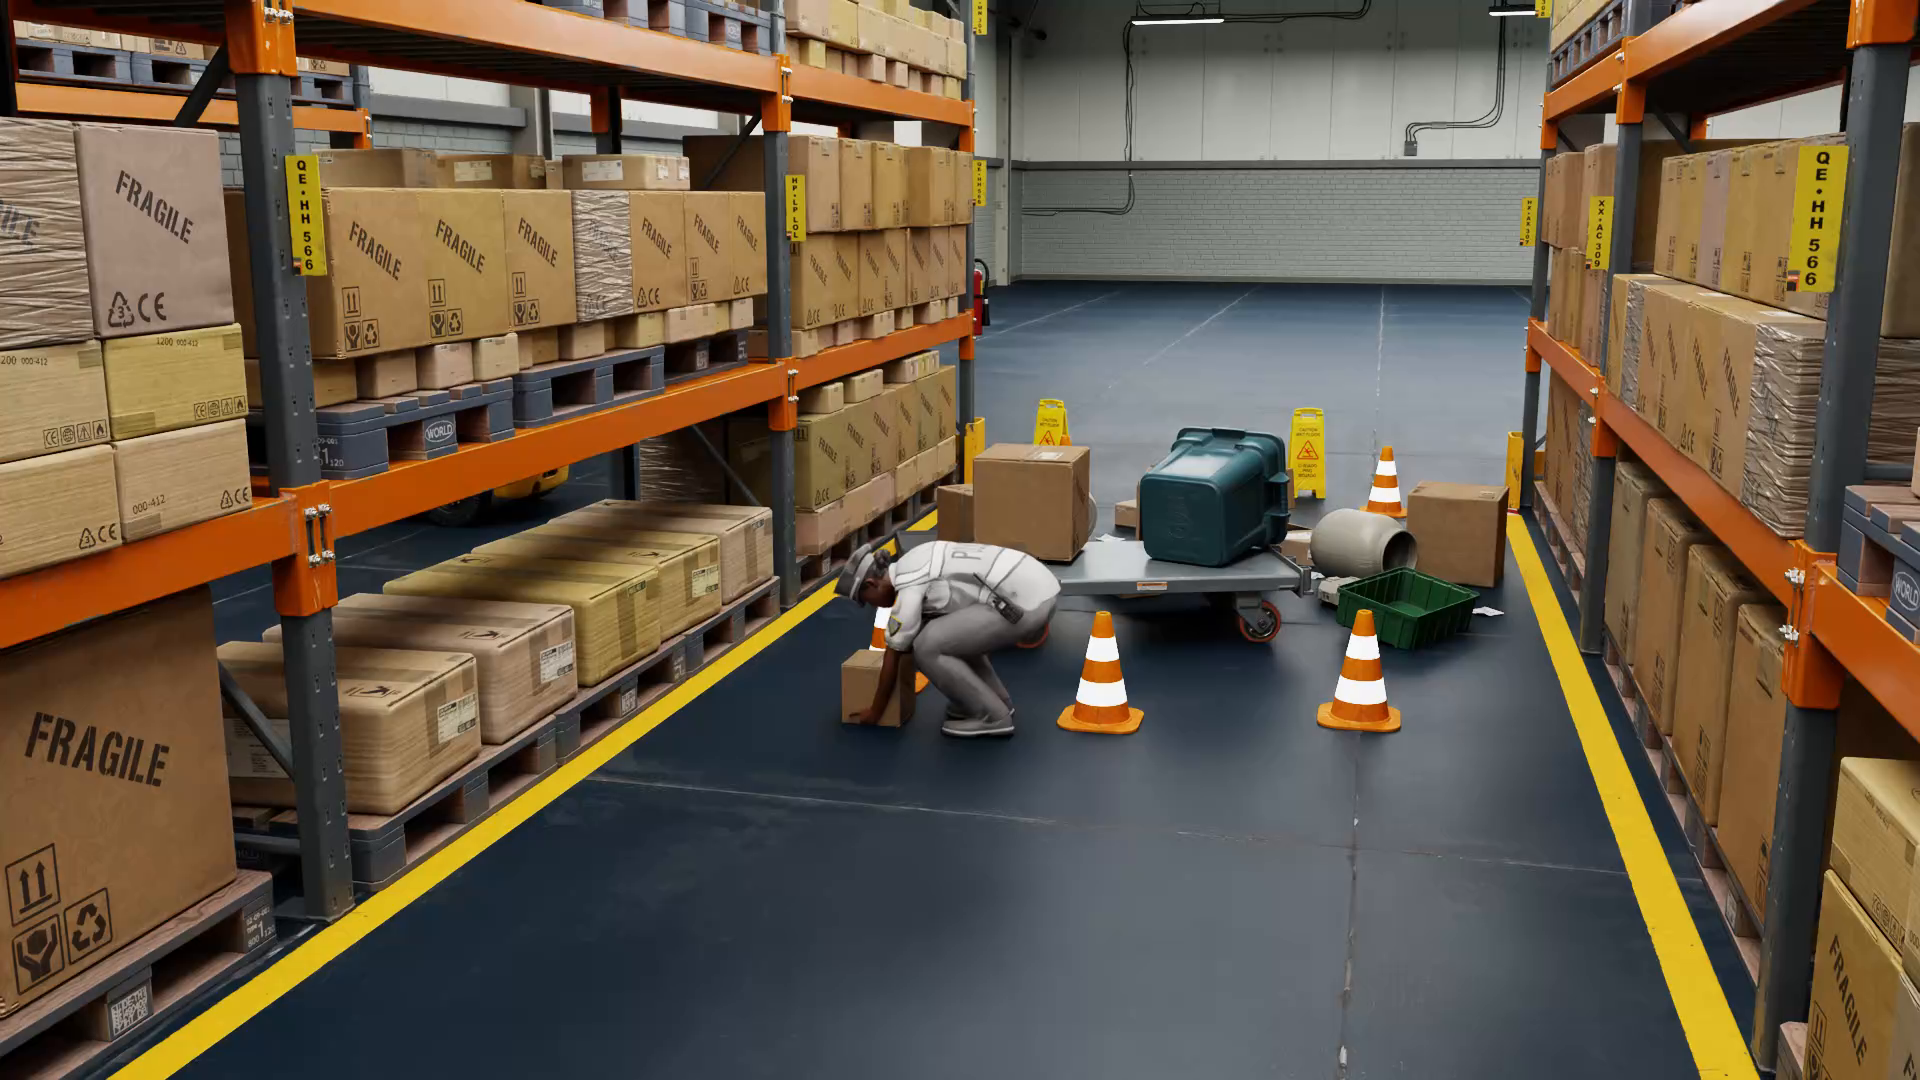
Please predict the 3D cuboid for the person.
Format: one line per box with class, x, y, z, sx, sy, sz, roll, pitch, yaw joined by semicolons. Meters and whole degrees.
person;-0.060;0.395;6.808;0.928;0.777;0.453;3;12;12
